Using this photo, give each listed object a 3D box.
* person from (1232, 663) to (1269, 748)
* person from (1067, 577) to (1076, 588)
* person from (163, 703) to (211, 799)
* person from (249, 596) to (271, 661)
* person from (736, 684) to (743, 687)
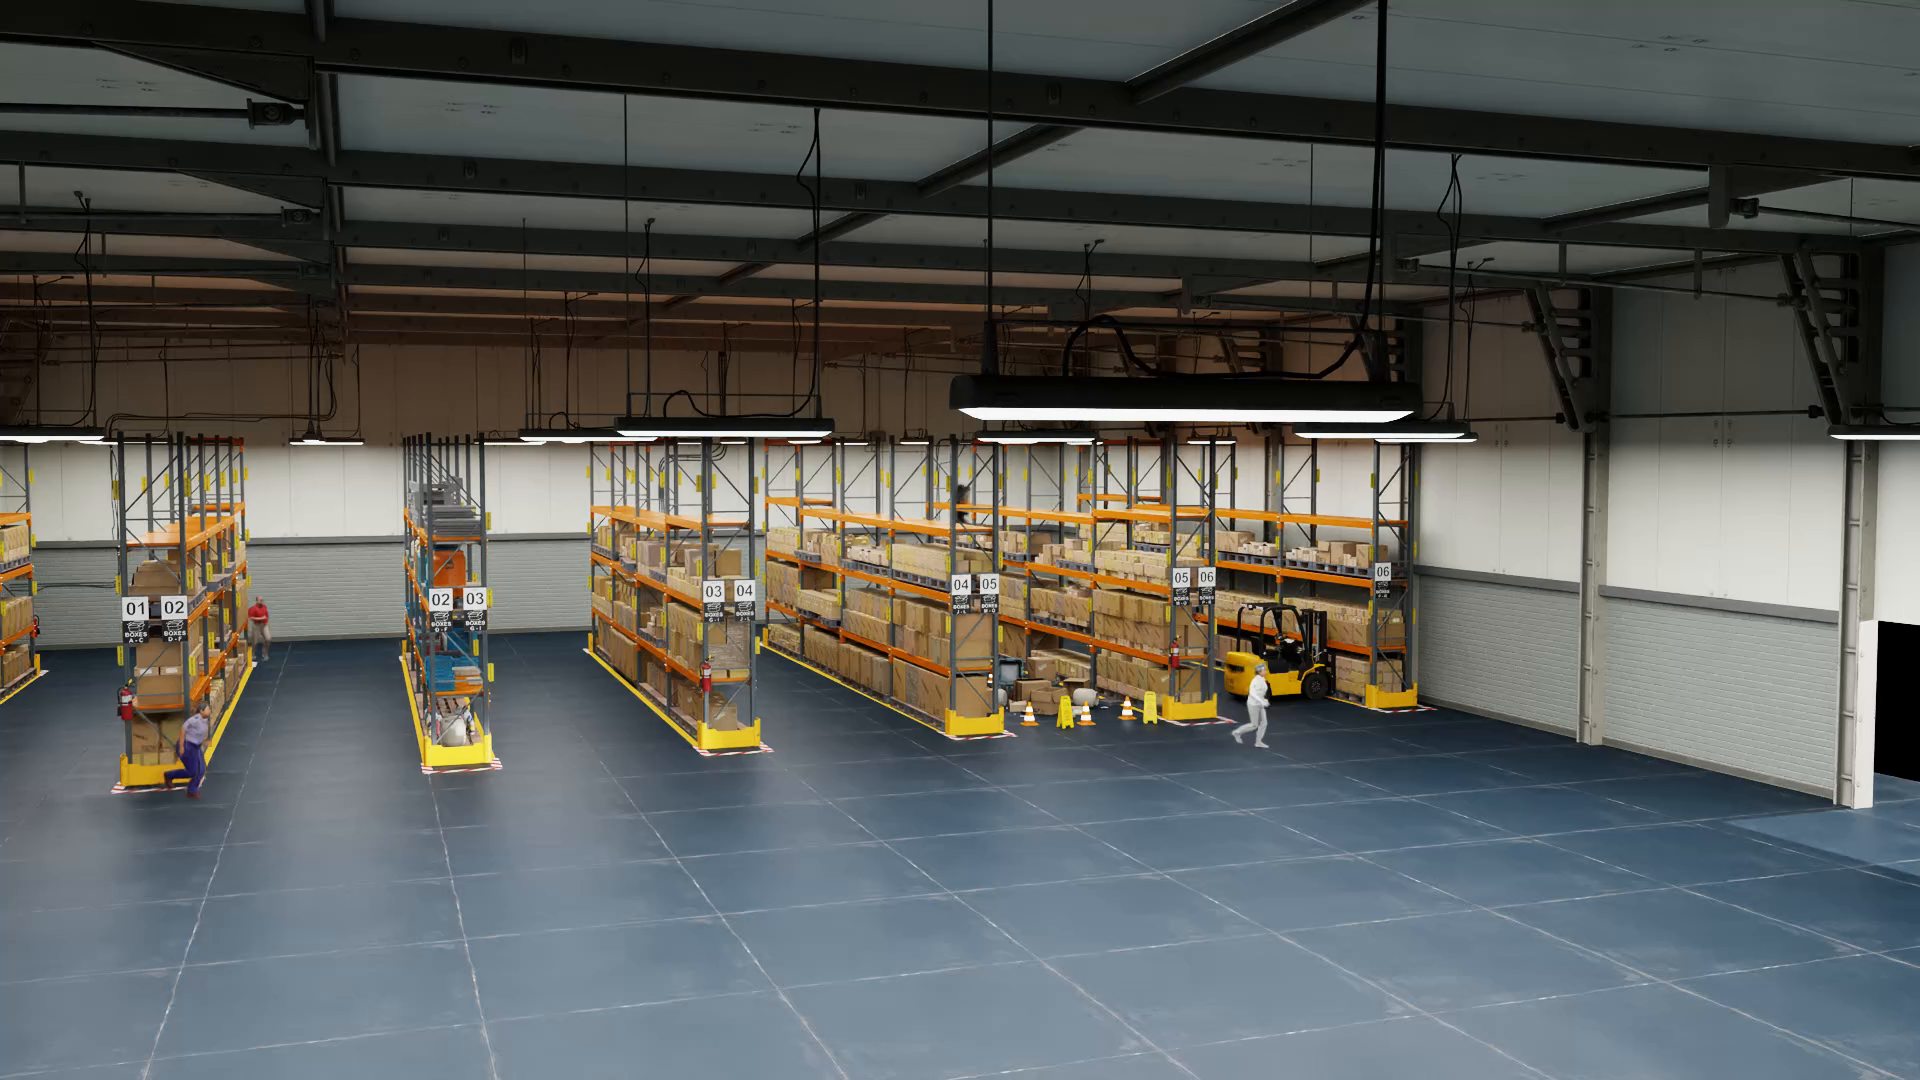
[{"bbox_3d":[5.571,3.151,31.788,0.719,1.643,0.618,2,4,29],"label":"person"},{"bbox_3d":[3.158,1.952,47.599,0.648,1.810,0.875,-2,4,-38],"label":"person"},{"bbox_3d":[-12.618,3.452,27.176,0.749,1.593,0.609,0,3,-7],"label":"person"},{"bbox_3d":[-18.815,2.400,44.673,0.855,1.791,0.617,2,4,38],"label":"person"},{"bbox_3d":[-5.563,2.689,40.102,0.605,1.663,0.939,-2,4,-31],"label":"person"}]
